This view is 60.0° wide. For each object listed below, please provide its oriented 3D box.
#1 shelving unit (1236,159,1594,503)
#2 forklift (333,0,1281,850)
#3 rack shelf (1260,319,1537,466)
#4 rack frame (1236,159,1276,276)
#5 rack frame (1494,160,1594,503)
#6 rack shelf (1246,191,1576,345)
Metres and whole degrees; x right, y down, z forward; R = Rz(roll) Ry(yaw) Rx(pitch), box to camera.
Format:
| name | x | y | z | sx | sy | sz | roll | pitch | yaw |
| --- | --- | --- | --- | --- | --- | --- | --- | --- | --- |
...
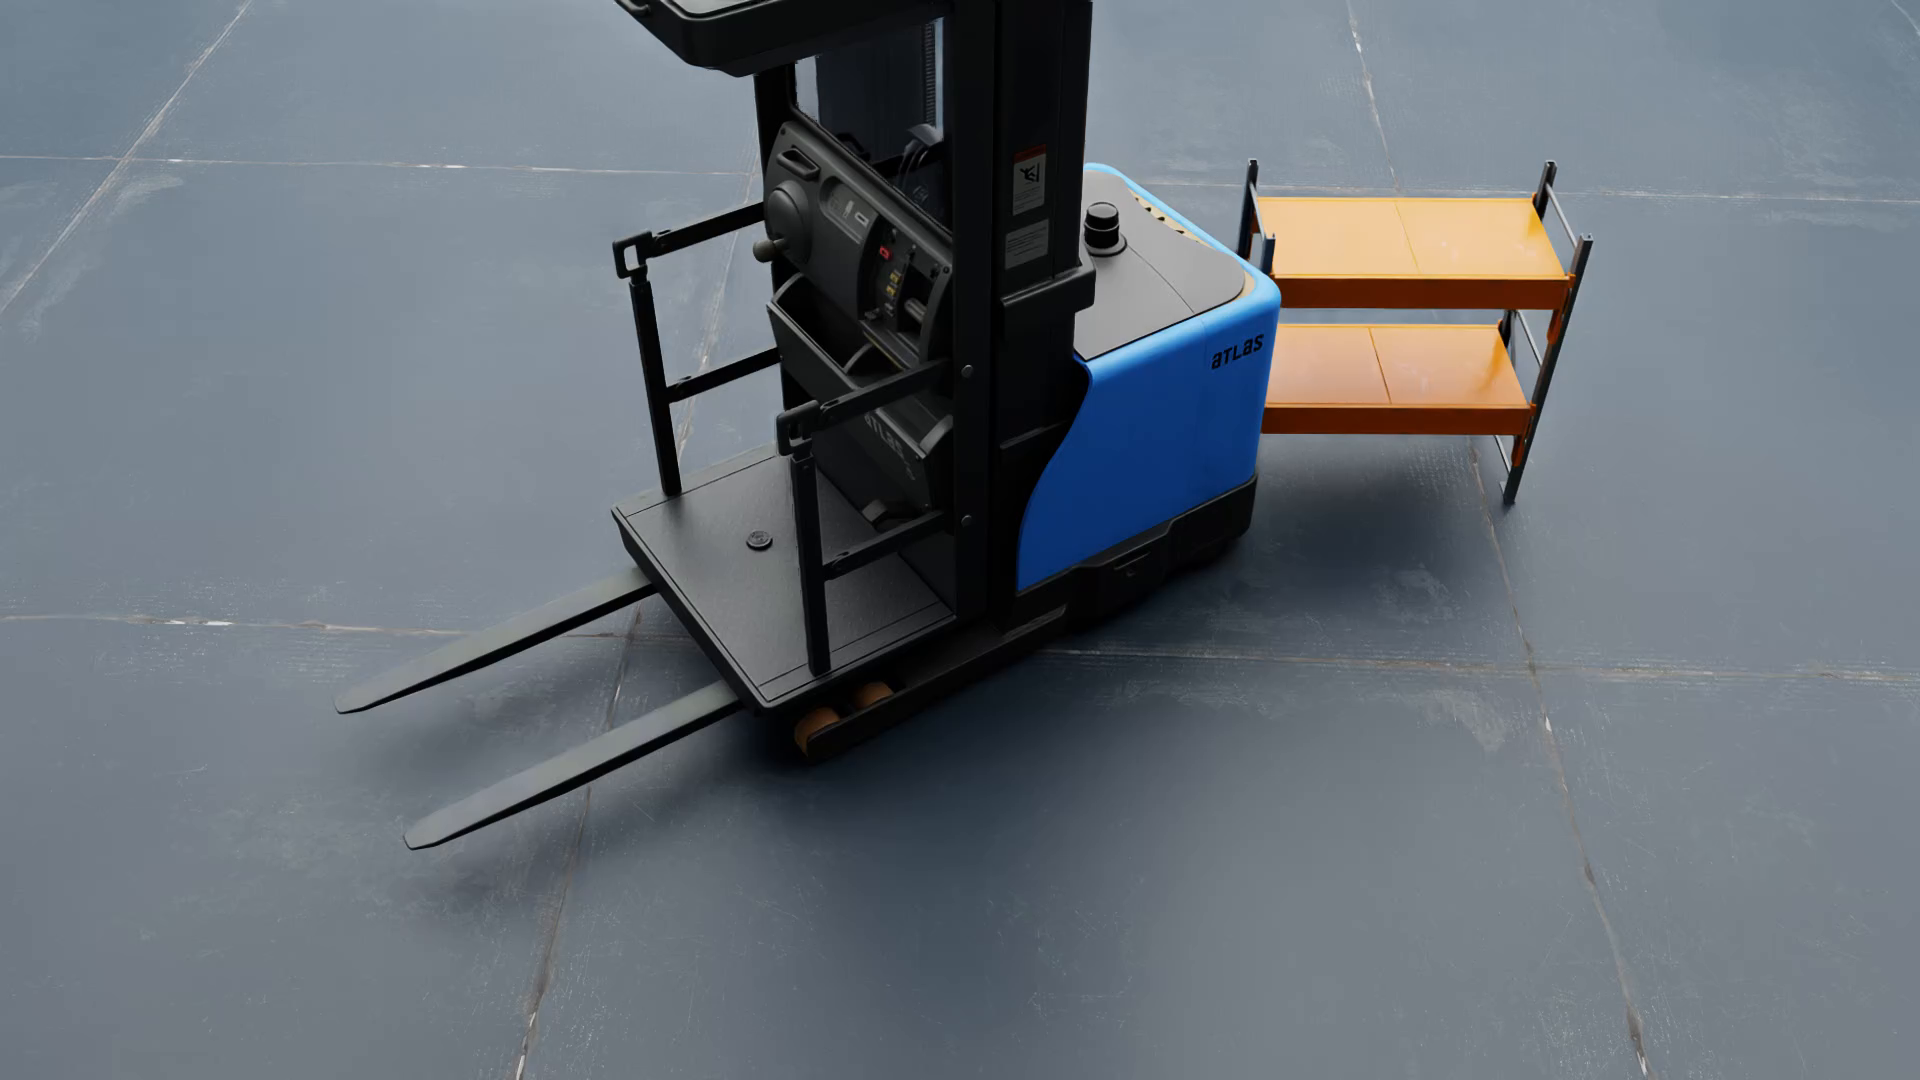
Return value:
| name | x | y | z | sx | sy | sz | roll | pitch | yaw |
| --- | --- | --- | --- | --- | --- | --- | --- | --- | --- |
| shelving unit | 1.510 | -0.723 | 5.899 | 1.048 | 1.125 | 0.538 | 0 | 43 | 0 |
| forklift | -0.476 | -0.798 | 4.655 | 3.031 | 2.935 | 1.130 | -24 | 48 | -24 |
| rack shelf | 1.510 | -0.544 | 6.066 | 1.000 | 0.278 | 0.538 | 0 | 43 | 0 |
| rack frame | 1.002 | -0.726 | 5.903 | 0.032 | 1.125 | 0.500 | 0 | 43 | 0 |
| rack frame | 2.019 | -0.720 | 5.896 | 0.032 | 1.125 | 0.500 | 0 | 43 | 0 |
| rack shelf | 1.510 | -0.937 | 5.700 | 1.000 | 0.278 | 0.538 | 0 | 43 | 0 |
